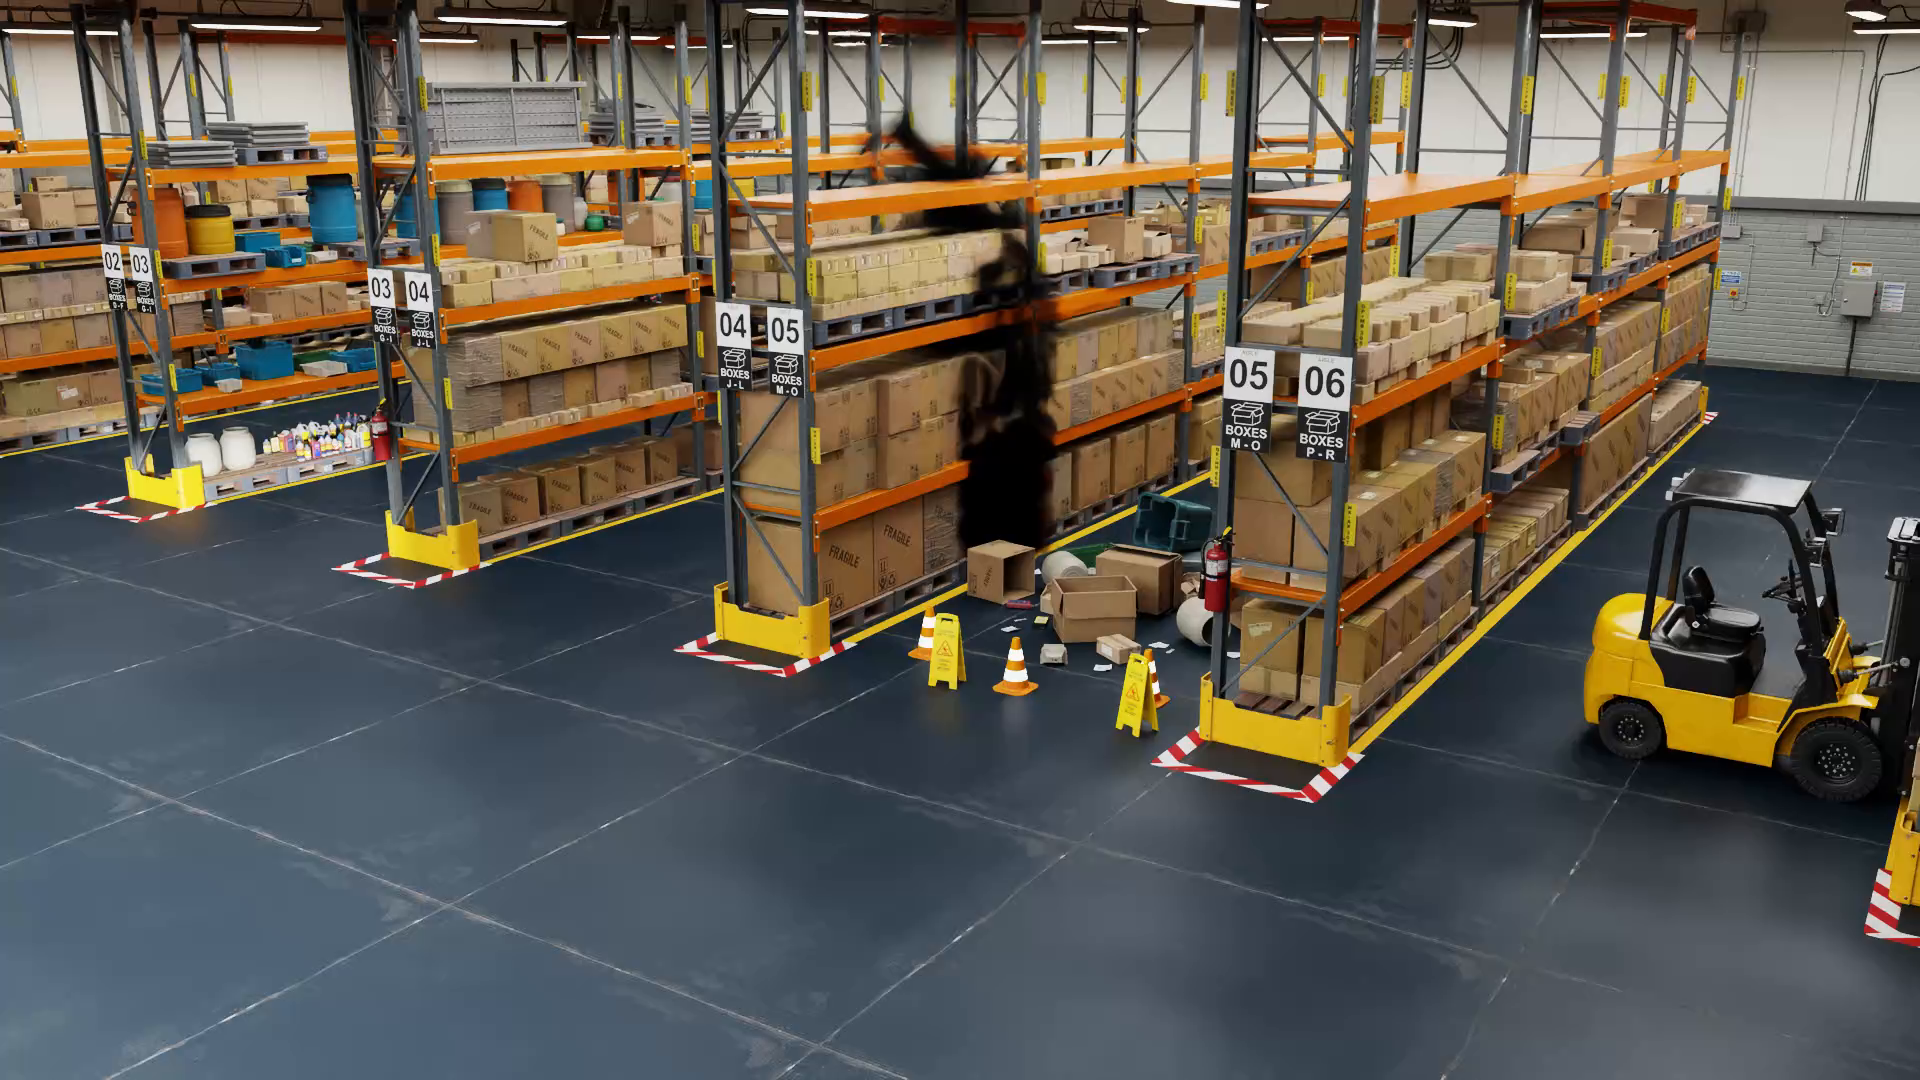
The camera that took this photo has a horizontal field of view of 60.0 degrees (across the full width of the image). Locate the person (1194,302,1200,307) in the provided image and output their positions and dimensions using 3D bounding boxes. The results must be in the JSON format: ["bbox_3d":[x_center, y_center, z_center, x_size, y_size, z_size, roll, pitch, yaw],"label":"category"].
[{"bbox_3d":[3.881,-3.078,27.231,0.594,1.675,0.607,13,20,40],"label":"person"}]

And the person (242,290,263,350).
[{"bbox_3d":[-12.242,-3.532,28.849,0.535,1.606,0.851,8,17,26],"label":"person"}]
